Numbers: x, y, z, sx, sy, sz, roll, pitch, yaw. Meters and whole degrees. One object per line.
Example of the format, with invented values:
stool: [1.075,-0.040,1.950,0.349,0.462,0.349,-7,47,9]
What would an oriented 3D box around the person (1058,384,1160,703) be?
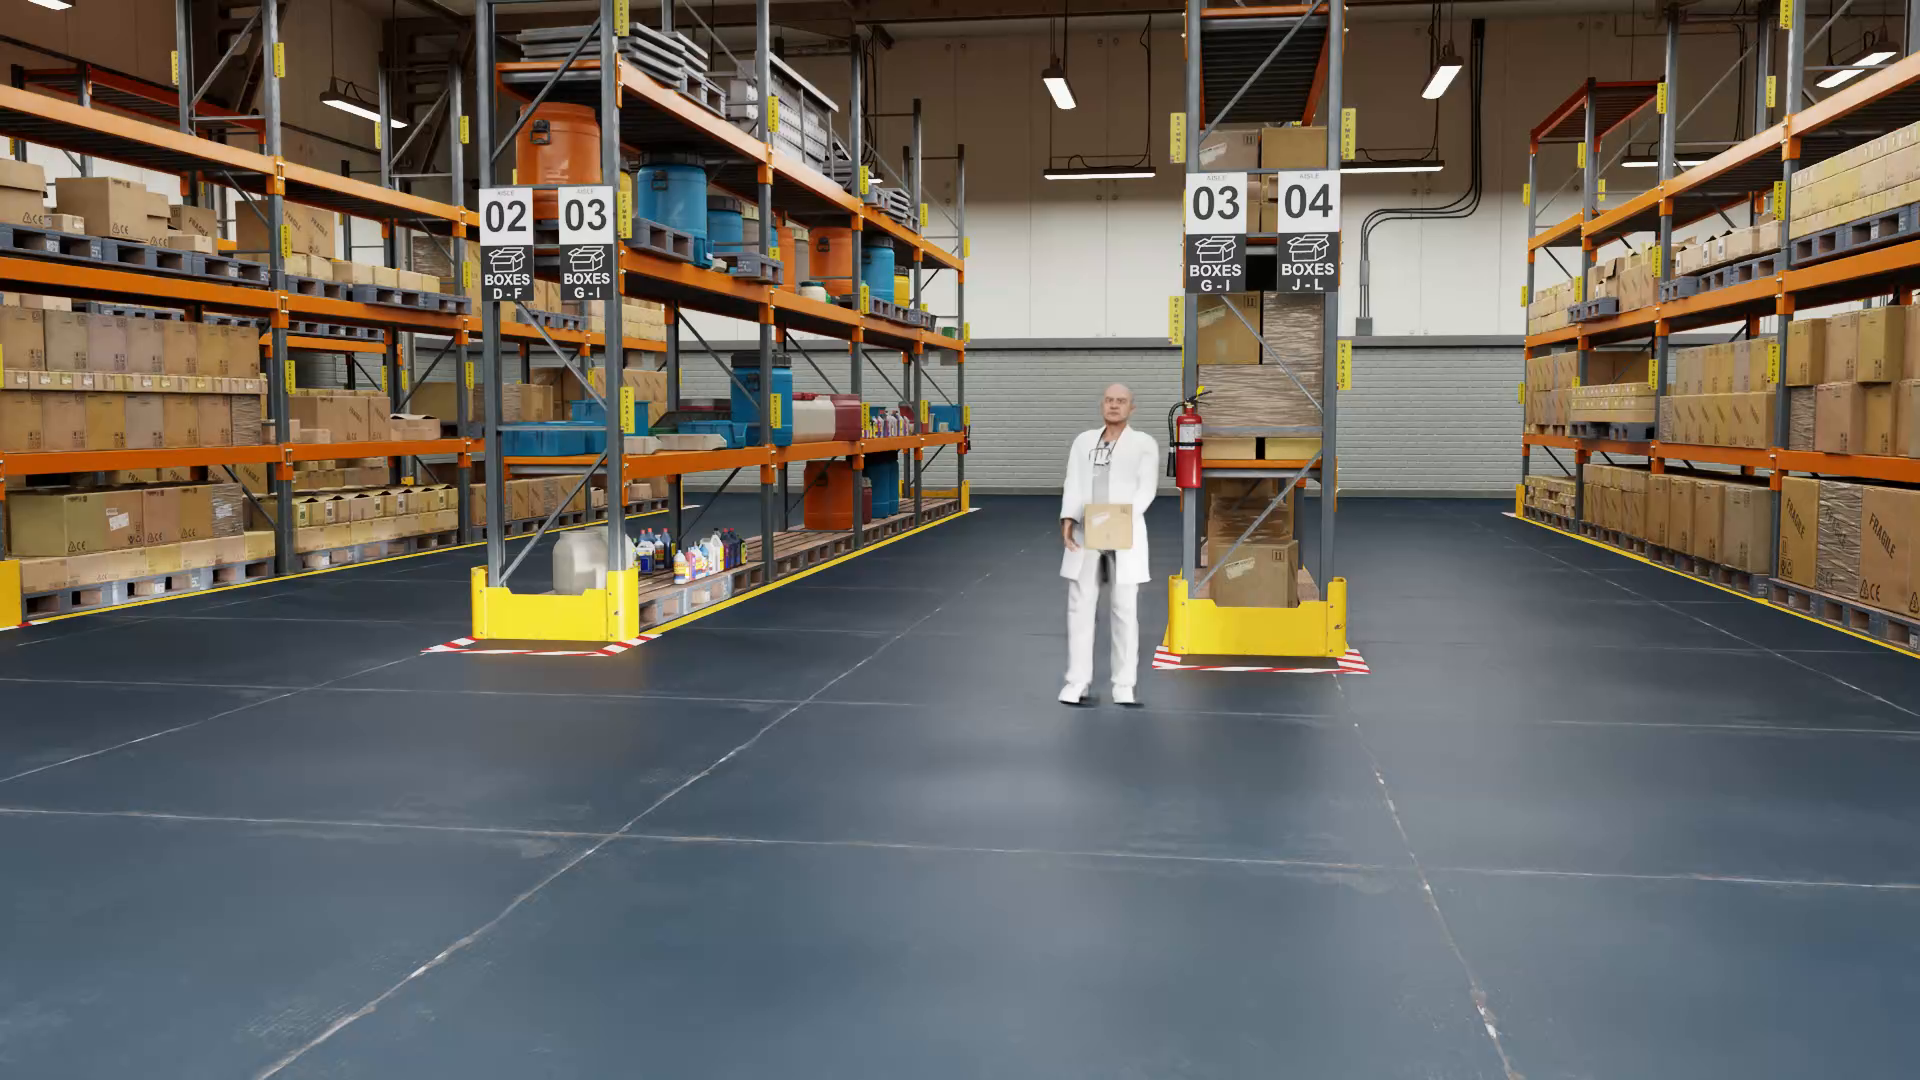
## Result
person: [0.808,0.020,9.294,0.545,1.779,0.544,2,5,23]
